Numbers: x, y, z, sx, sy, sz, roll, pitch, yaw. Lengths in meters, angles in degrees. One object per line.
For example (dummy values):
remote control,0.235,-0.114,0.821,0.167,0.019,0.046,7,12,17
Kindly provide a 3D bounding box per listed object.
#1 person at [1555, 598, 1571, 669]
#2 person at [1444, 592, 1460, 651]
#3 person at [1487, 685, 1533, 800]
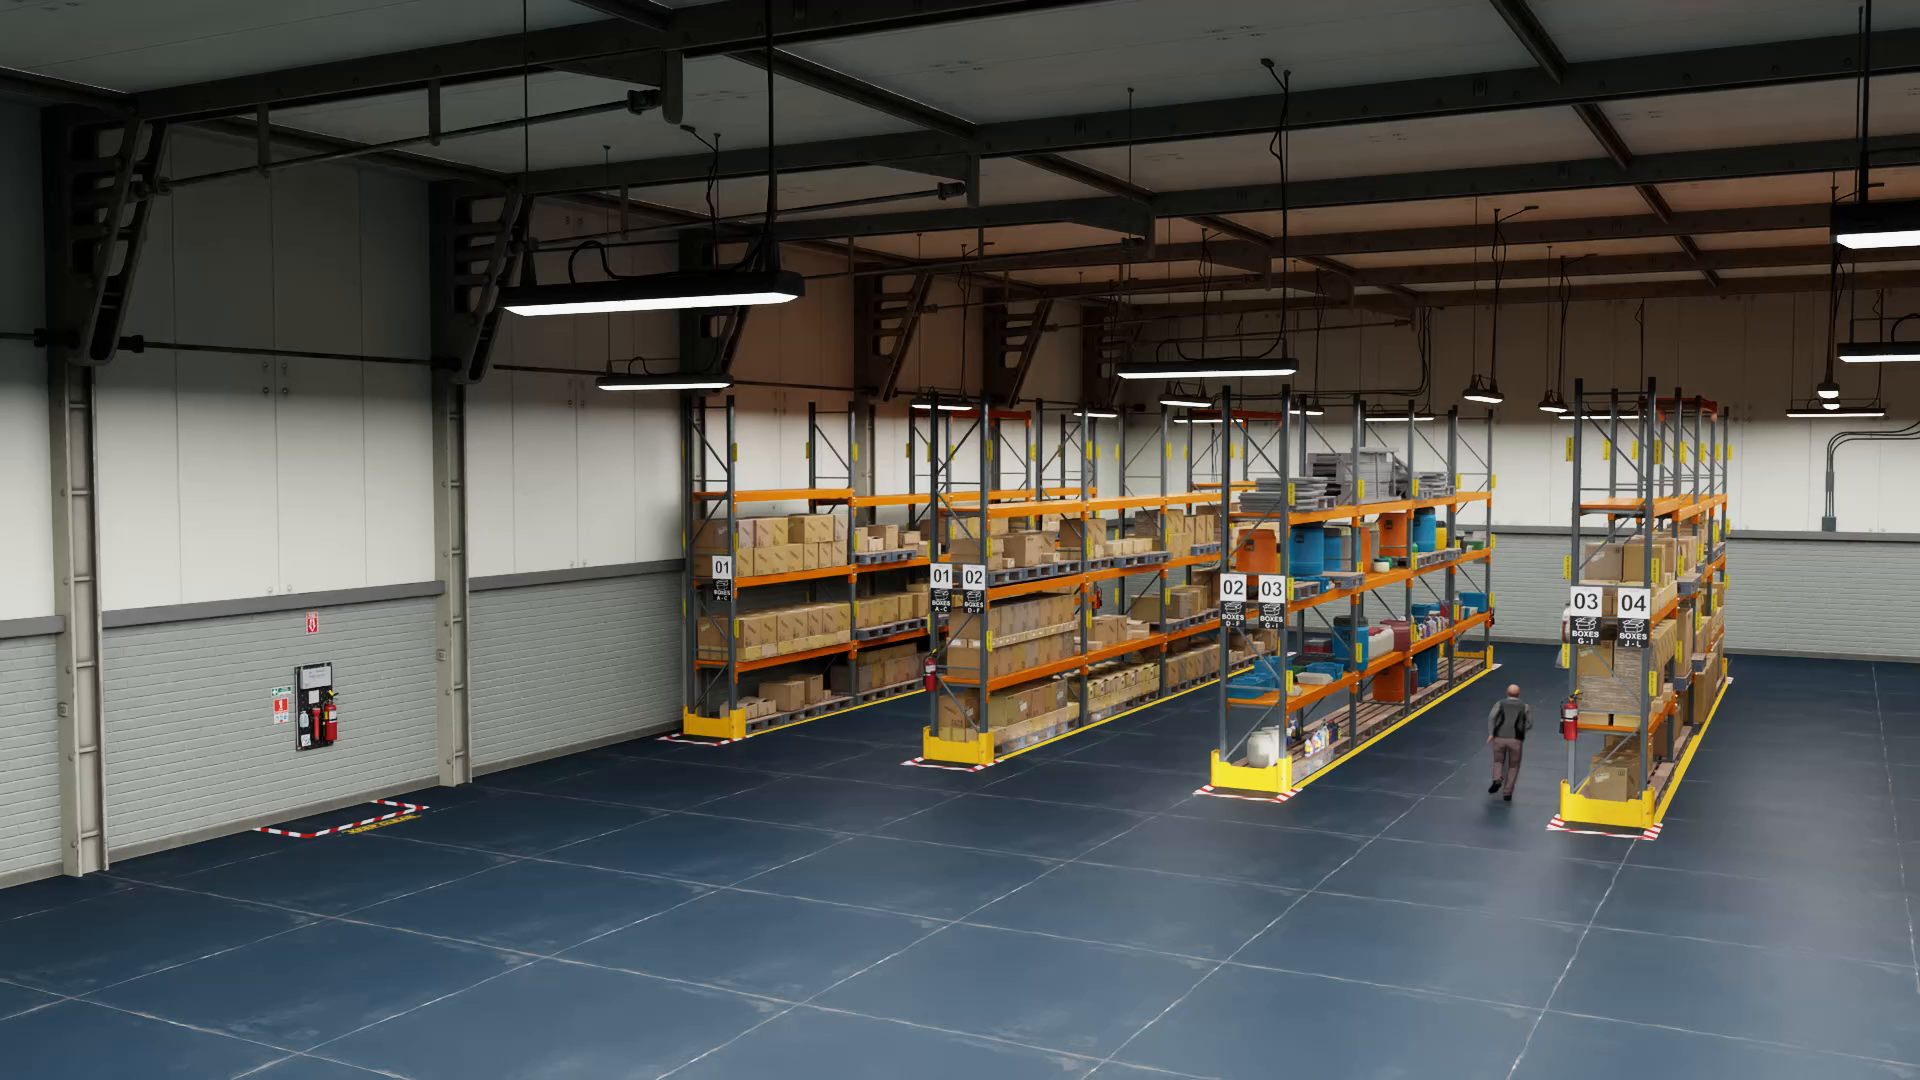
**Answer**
person,14.045,2.163,38.267,0.644,1.708,0.490,2,4,33
person,12.428,2.005,41.896,0.618,1.595,0.689,3,4,41
person,8.000,2.925,24.211,0.600,1.615,0.745,2,3,30
